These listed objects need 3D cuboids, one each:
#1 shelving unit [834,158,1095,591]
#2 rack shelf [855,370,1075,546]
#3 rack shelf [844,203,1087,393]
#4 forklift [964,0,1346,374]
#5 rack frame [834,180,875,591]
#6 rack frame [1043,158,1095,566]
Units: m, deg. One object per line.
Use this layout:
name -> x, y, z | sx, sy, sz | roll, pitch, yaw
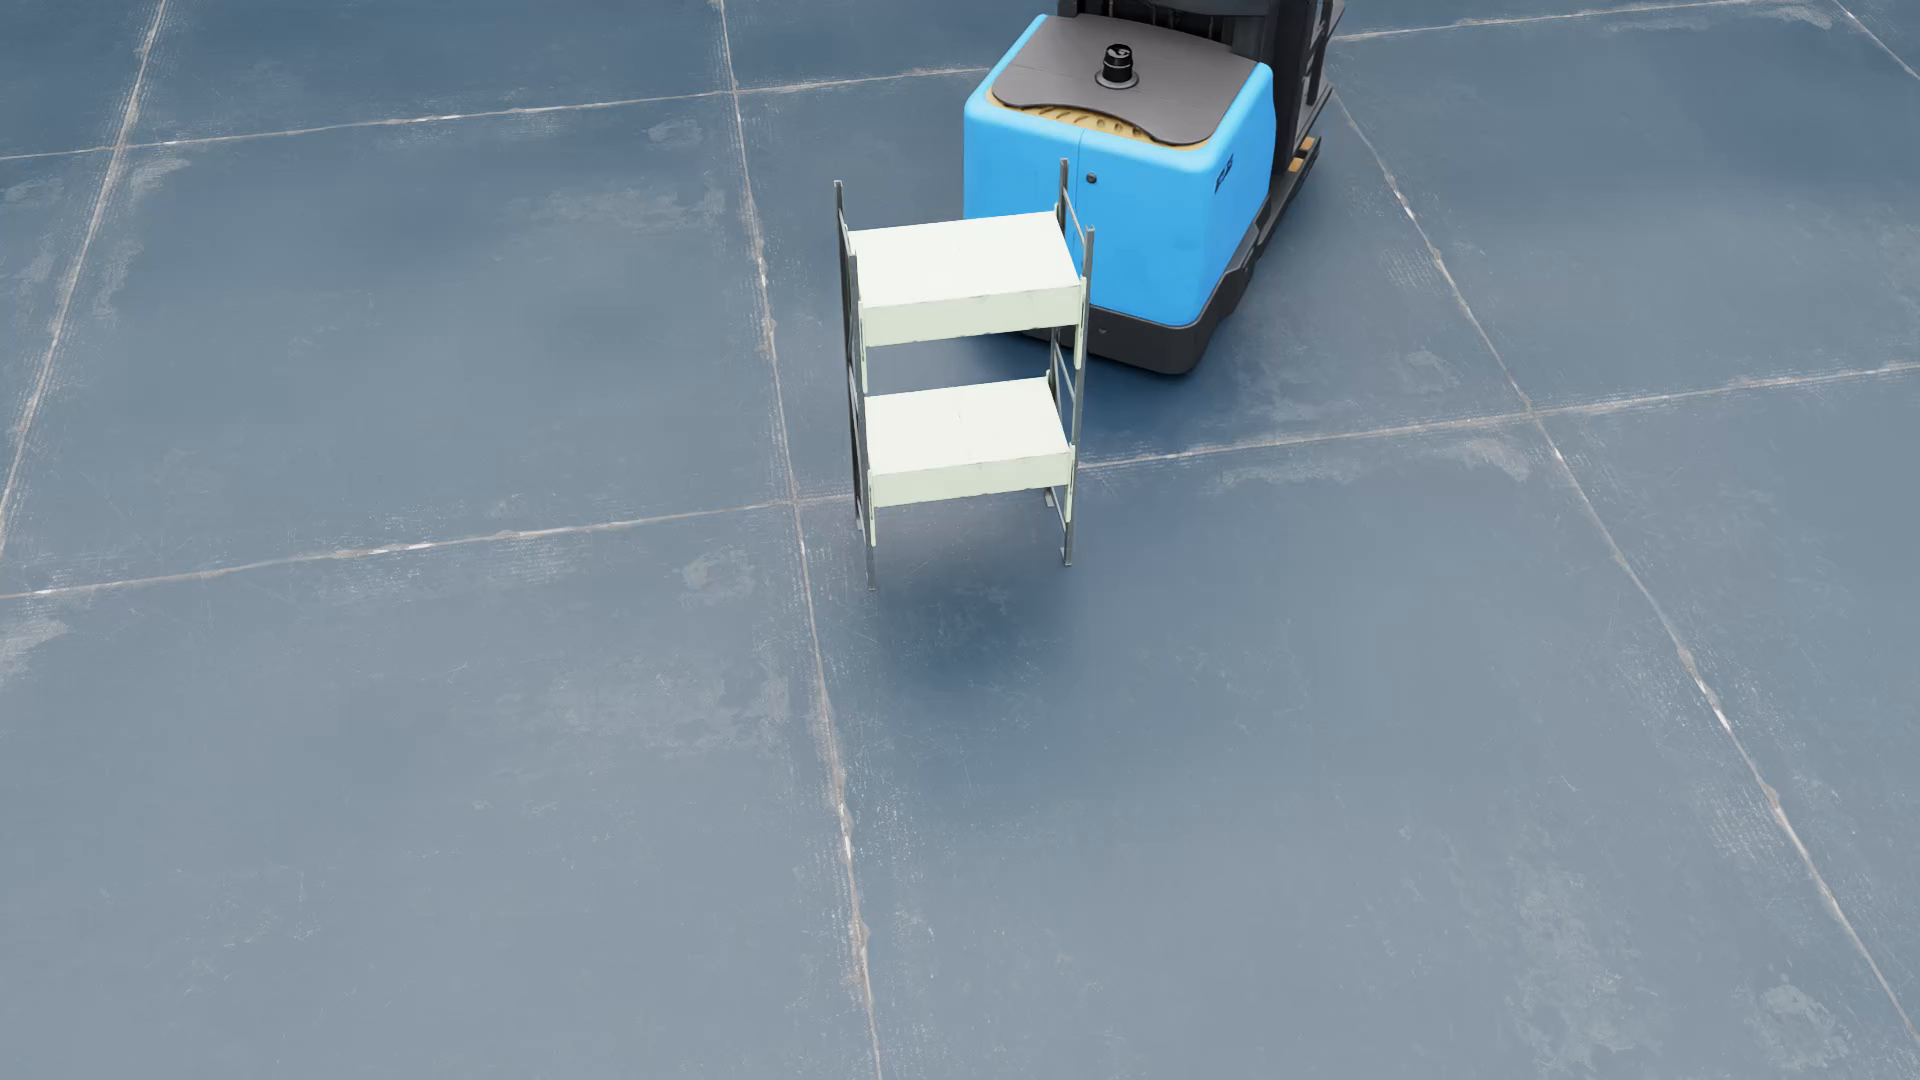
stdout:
shelving unit -> 0.007, -0.521, 5.711 | 0.755, 1.500, 0.431 | -7, 46, -7
rack shelf -> 0.007, -0.295, 5.945 | 0.720, 0.370, 0.431 | -7, 46, -7
rack shelf -> 0.007, -0.792, 5.430 | 0.720, 0.370, 0.431 | -7, 46, -7
forklift -> 1.068, -2.768, 6.881 | 1.130, 2.935, 3.031 | 18, 49, 17
rack frame -> -0.354, -0.476, 5.667 | 0.023, 1.500, 0.400 | -7, 46, -7
rack frame -> 0.367, -0.566, 5.754 | 0.023, 1.500, 0.400 | -7, 46, -7
